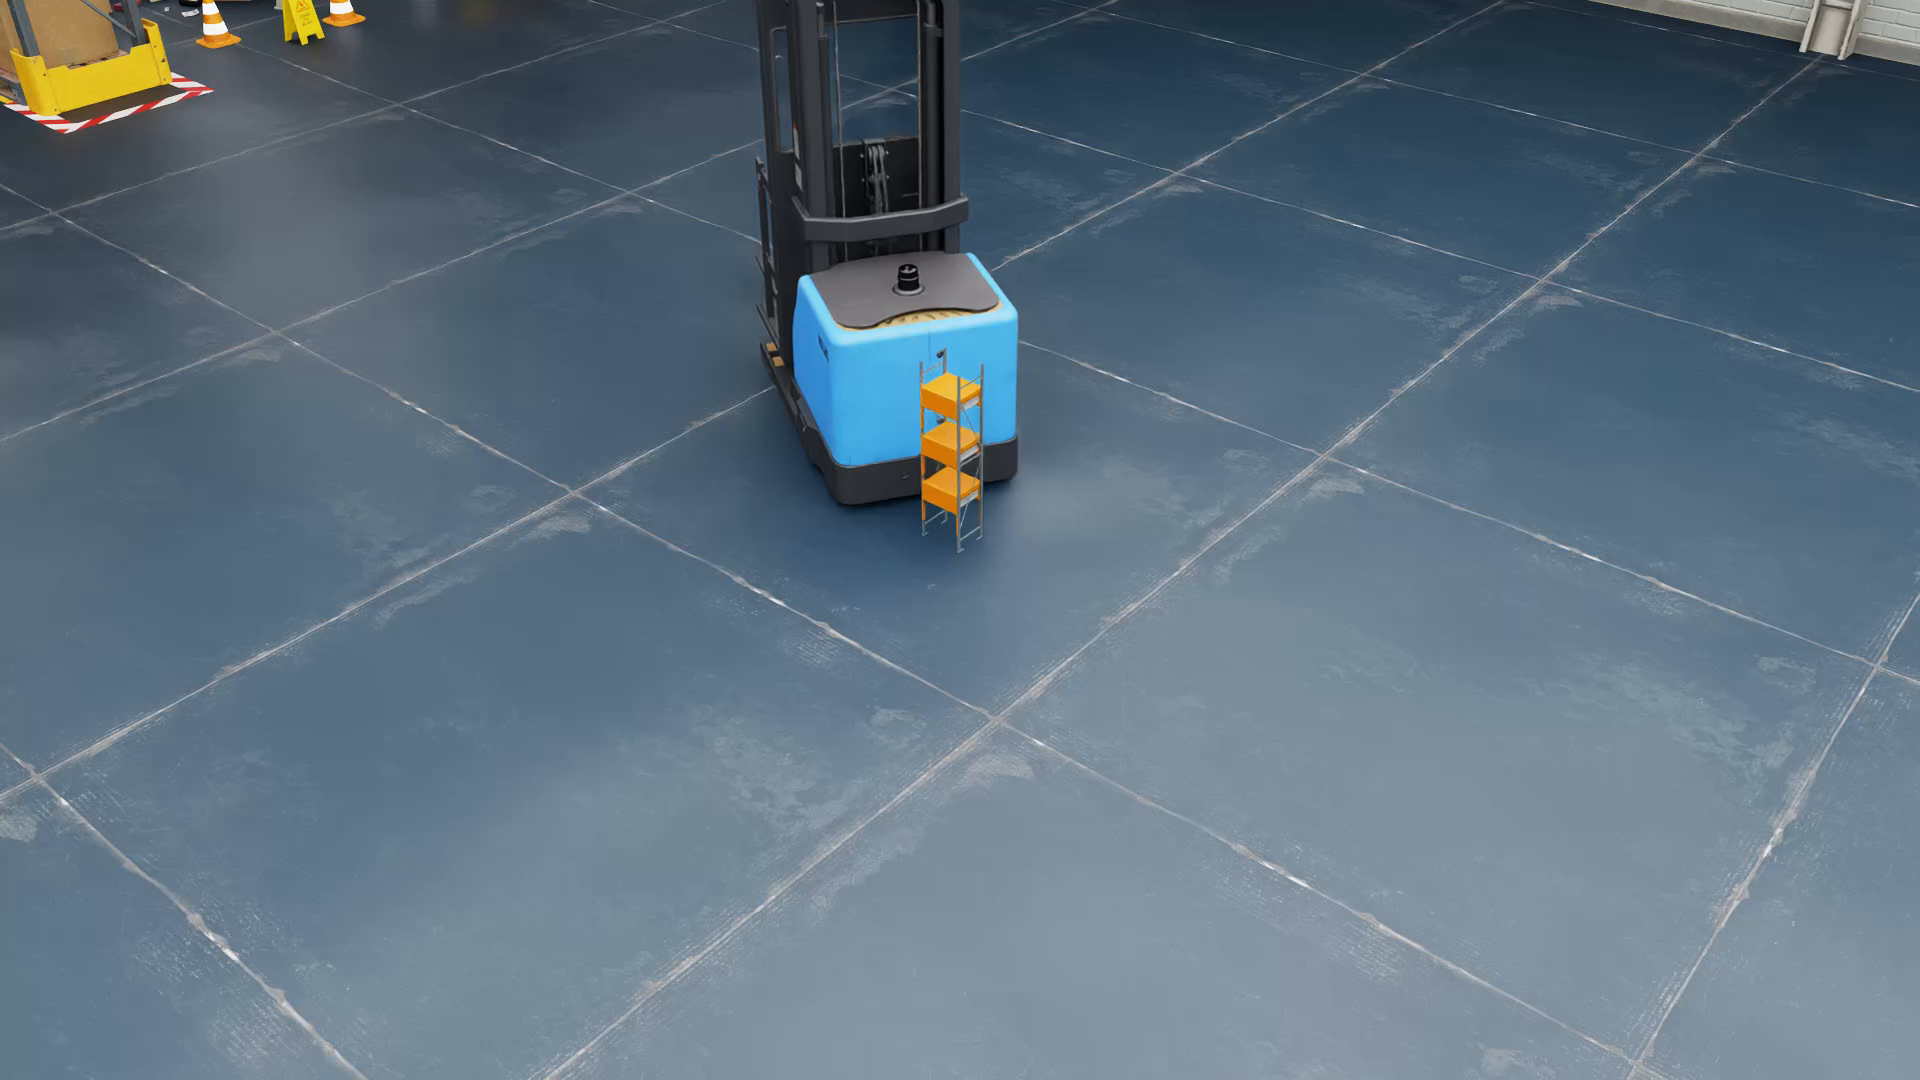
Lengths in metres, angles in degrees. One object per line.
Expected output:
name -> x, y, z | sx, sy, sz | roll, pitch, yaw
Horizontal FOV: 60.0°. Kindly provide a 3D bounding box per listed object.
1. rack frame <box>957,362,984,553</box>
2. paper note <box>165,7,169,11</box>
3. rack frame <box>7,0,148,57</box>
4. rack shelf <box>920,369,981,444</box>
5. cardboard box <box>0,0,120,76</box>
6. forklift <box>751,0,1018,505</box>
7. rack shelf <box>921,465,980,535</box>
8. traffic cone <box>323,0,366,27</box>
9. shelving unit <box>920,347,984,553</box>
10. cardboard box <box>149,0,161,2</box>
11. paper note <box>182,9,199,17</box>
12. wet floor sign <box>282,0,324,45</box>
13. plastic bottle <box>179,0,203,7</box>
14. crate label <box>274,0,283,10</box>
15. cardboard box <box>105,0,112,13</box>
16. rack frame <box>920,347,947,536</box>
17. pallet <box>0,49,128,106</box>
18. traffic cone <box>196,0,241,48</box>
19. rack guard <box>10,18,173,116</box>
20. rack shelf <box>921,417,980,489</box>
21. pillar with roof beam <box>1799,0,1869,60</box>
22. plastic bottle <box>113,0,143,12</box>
rack frame -> 0.053, -0.408, 8.499 | 0.008, 1.050, 0.200 | 25, 42, 32
paper note -> -7.864, -5.262, 16.486 | 0.032, 0.001, 0.123 | -12, 36, -17
rack frame -> -7.486, -5.123, 13.643 | 0.127, 3.000, 1.000 | 25, 42, 32
rack shelf -> -0.041, -0.677, 8.409 | 0.240, 0.259, 0.215 | 25, 42, 32
cardboard box -> -8.049, -4.637, 14.441 | 0.875, 0.875, 0.875 | 26, 42, 32
forklift -> -0.610, -2.230, 9.491 | 1.130, 2.935, 3.031 | -10, 36, -14
rack shelf -> -0.041, -0.214, 8.727 | 0.240, 0.259, 0.215 | 25, 42, 32
traffic cone -> -6.001, -5.256, 16.077 | 0.334, 0.463, 0.336 | 25, 42, 32
shelving unit -> -0.041, -0.452, 8.563 | 0.252, 1.050, 0.215 | 25, 42, 32
cardboard box -> -8.061, -5.624, 16.786 | 0.396, 0.266, 0.258 | -26, 42, -32
paper note -> -7.573, -5.190, 16.364 | 0.144, 0.017, 0.142 | -18, 38, -25
wet floor sign -> -6.197, -5.004, 15.548 | 0.232, 0.644, 0.267 | 18, 38, 24
plastic bottle -> -7.704, -5.386, 16.621 | 0.283, 0.061, 0.133 | 12, 36, 16
crate label -> -6.645, -5.380, 16.545 | 0.298, 0.136, 0.250 | 6, 35, 8
cardboard box -> -8.710, -5.427, 16.291 | 0.500, 0.500, 0.500 | -26, 42, -32
rack frame -> -0.135, -0.496, 8.628 | 0.008, 1.050, 0.200 | 25, 42, 32
pallet -> -8.150, -4.229, 14.804 | 1.213, 0.211, 1.003 | 25, 42, 32
traffic cone -> -6.985, -4.888, 15.540 | 0.334, 0.463, 0.336 | 25, 42, 32
rack guard -> -7.467, -4.084, 14.337 | 0.348, 0.500, 1.175 | 25, 42, 32
rack shelf -> -0.041, -0.443, 8.569 | 0.240, 0.259, 0.215 | 25, 42, 32
pillar with roof beam -> 5.286, -6.372, 10.162 | 0.400, 9.000, 9.100 | 25, 42, 32
plastic bottle -> -8.266, -5.328, 16.536 | 0.133, 0.061, 0.283 | 12, 36, 16
